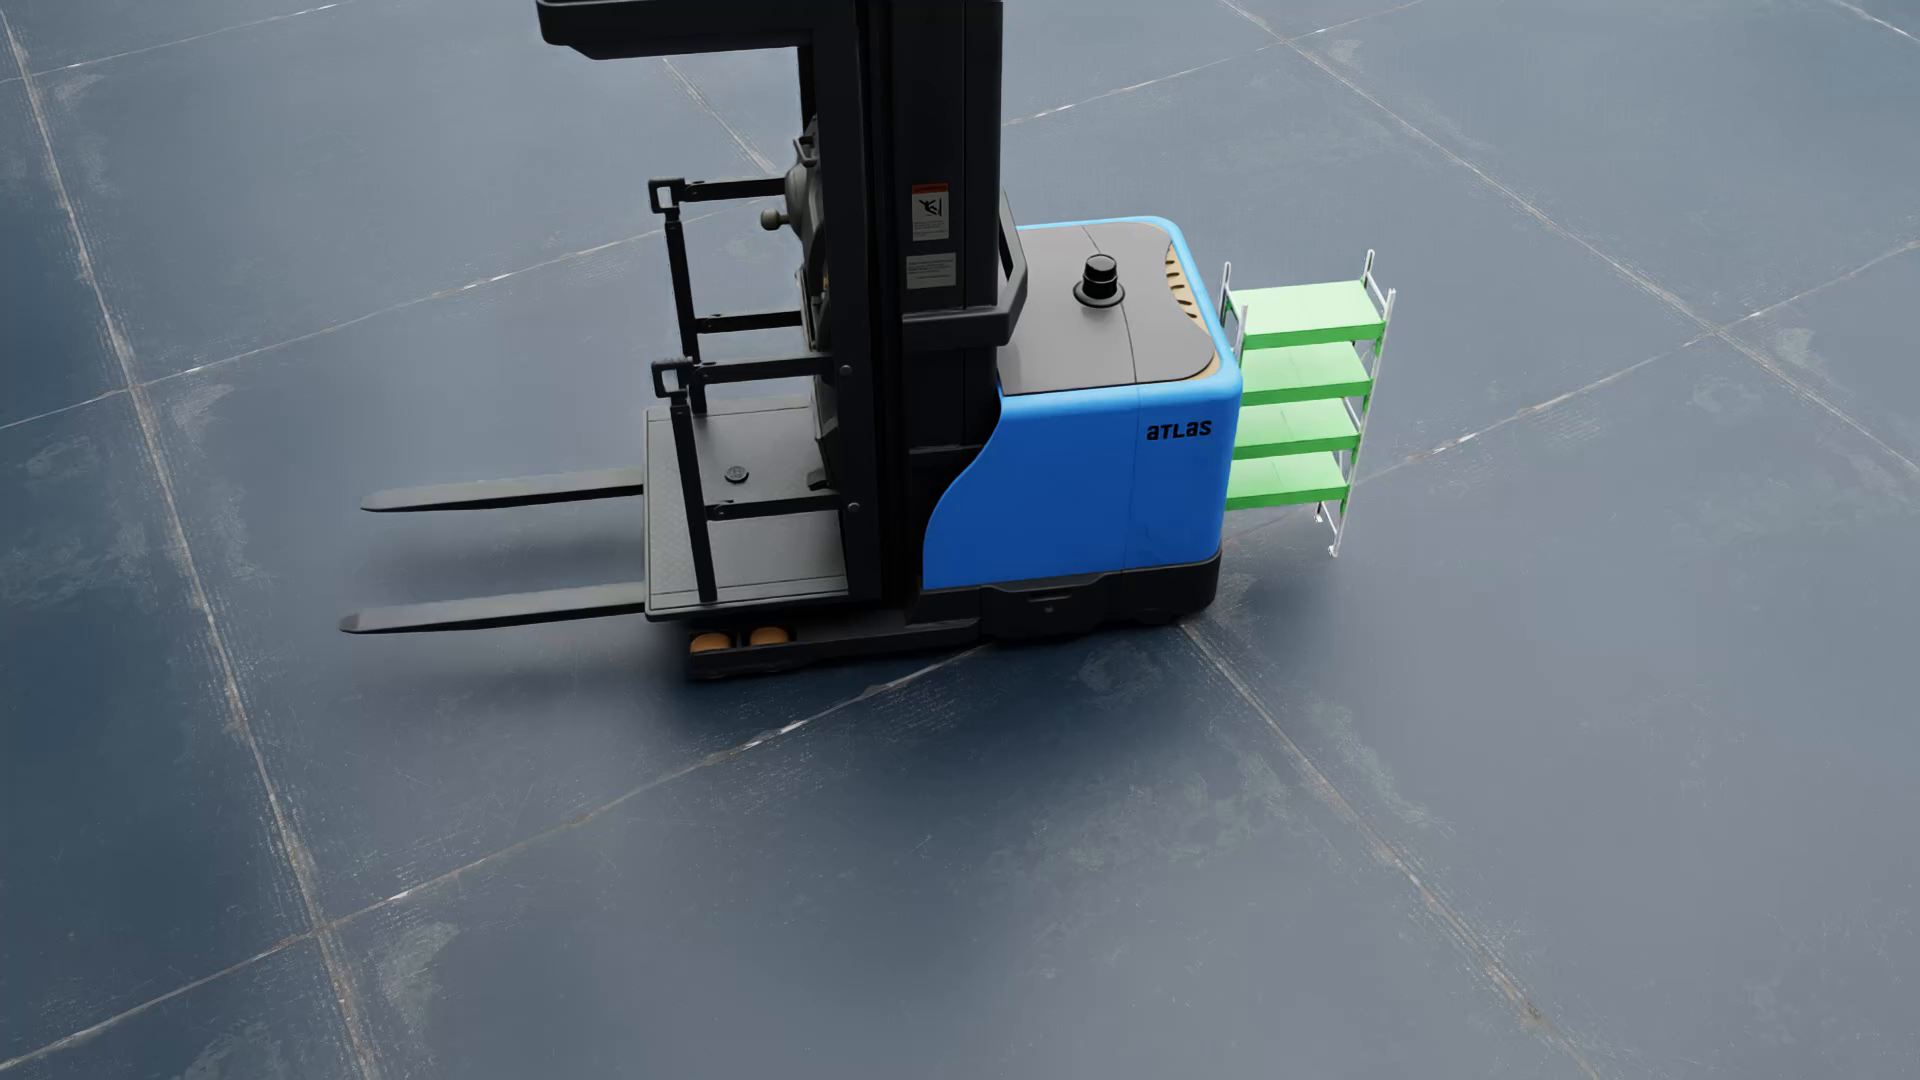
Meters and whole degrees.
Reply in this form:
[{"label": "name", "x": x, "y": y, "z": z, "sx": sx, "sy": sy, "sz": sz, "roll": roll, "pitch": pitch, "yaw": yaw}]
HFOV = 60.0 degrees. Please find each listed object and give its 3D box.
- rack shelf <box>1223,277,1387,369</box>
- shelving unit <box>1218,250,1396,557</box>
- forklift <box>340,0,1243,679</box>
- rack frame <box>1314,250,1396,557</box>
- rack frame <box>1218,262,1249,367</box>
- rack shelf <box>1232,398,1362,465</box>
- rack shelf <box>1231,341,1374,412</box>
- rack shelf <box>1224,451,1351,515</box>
[{"label": "rack shelf", "x": 1.137, "y": -0.724, "z": 5.537, "sx": 0.480, "sy": 0.148, "sz": 0.258, "roll": -6, "pitch": 44, "yaw": -6}, {"label": "shelving unit", "x": 1.137, "y": -0.425, "z": 5.827, "sx": 0.503, "sy": 1.200, "sz": 0.258, "roll": -6, "pitch": 44, "yaw": -6}, {"label": "forklift", "x": -0.645, "y": -0.967, "z": 5.142, "sx": 3.031, "sy": 2.935, "sz": 1.130, "roll": -6, "pitch": 44, "yaw": -6}, {"label": "rack frame", "x": 1.379, "y": -0.449, "z": 5.852, "sx": 0.015, "sy": 1.200, "sz": 0.240, "roll": -6, "pitch": 44, "yaw": -6}, {"label": "rack frame", "x": 0.896, "y": -0.401, "z": 5.802, "sx": 0.015, "sy": 1.200, "sz": 0.240, "roll": -6, "pitch": 44, "yaw": -6}, {"label": "rack shelf", "x": 1.137, "y": -0.379, "z": 5.871, "sx": 0.480, "sy": 0.148, "sz": 0.258, "roll": -6, "pitch": 44, "yaw": -6}, {"label": "rack shelf", "x": 1.137, "y": -0.552, "z": 5.704, "sx": 0.480, "sy": 0.148, "sz": 0.258, "roll": -6, "pitch": 44, "yaw": -6}, {"label": "rack shelf", "x": 1.137, "y": -0.207, "z": 6.038, "sx": 0.480, "sy": 0.148, "sz": 0.258, "roll": -6, "pitch": 44, "yaw": -6}]
